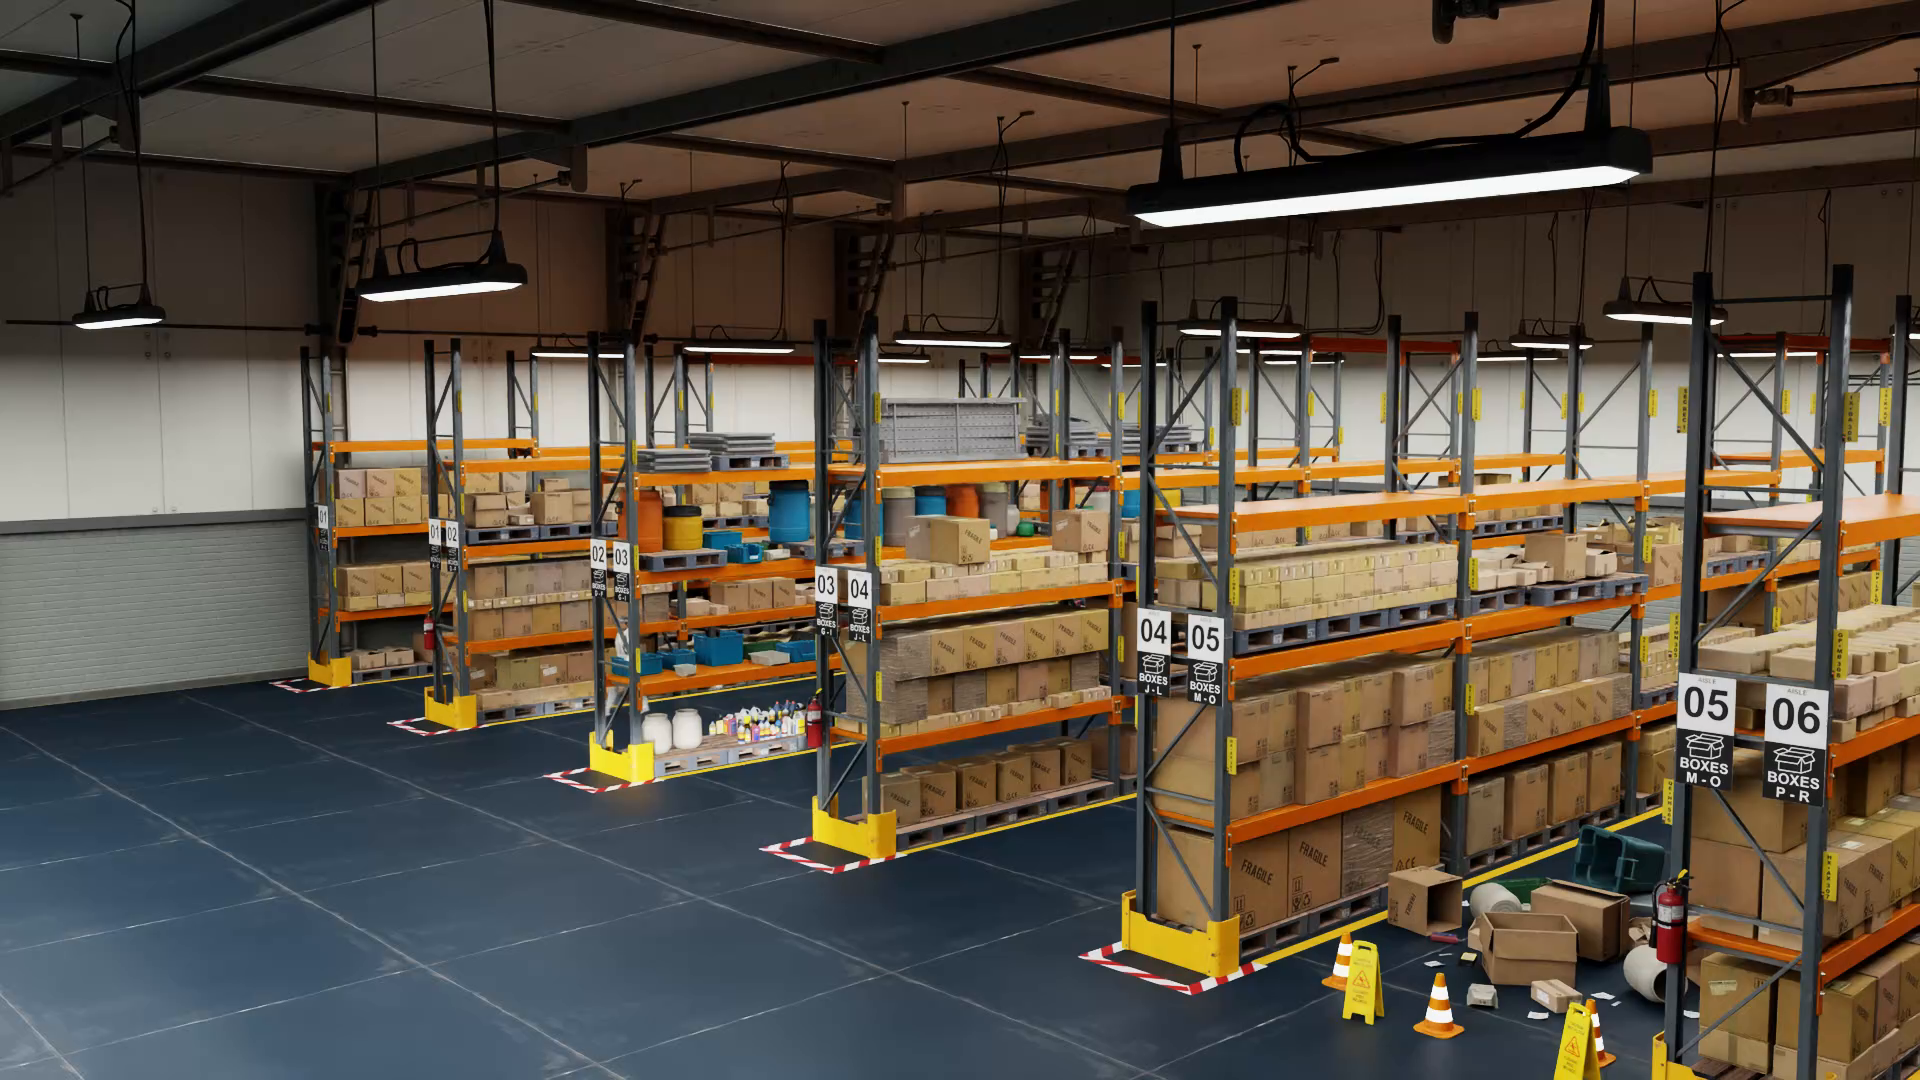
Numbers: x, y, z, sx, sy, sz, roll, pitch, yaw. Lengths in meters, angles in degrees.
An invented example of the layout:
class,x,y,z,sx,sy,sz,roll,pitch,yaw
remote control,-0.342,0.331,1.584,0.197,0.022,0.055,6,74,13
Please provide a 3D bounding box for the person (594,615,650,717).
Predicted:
class,x,y,z,sx,sy,sz,roll,pitch,yaw
person,-5.366,1.996,26.524,0.497,1.628,0.933,3,6,33

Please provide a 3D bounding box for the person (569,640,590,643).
class,x,y,z,sx,sy,sz,roll,pitch,yaw
person,-6.814,1.802,29.509,0.396,1.508,1.003,4,6,35
